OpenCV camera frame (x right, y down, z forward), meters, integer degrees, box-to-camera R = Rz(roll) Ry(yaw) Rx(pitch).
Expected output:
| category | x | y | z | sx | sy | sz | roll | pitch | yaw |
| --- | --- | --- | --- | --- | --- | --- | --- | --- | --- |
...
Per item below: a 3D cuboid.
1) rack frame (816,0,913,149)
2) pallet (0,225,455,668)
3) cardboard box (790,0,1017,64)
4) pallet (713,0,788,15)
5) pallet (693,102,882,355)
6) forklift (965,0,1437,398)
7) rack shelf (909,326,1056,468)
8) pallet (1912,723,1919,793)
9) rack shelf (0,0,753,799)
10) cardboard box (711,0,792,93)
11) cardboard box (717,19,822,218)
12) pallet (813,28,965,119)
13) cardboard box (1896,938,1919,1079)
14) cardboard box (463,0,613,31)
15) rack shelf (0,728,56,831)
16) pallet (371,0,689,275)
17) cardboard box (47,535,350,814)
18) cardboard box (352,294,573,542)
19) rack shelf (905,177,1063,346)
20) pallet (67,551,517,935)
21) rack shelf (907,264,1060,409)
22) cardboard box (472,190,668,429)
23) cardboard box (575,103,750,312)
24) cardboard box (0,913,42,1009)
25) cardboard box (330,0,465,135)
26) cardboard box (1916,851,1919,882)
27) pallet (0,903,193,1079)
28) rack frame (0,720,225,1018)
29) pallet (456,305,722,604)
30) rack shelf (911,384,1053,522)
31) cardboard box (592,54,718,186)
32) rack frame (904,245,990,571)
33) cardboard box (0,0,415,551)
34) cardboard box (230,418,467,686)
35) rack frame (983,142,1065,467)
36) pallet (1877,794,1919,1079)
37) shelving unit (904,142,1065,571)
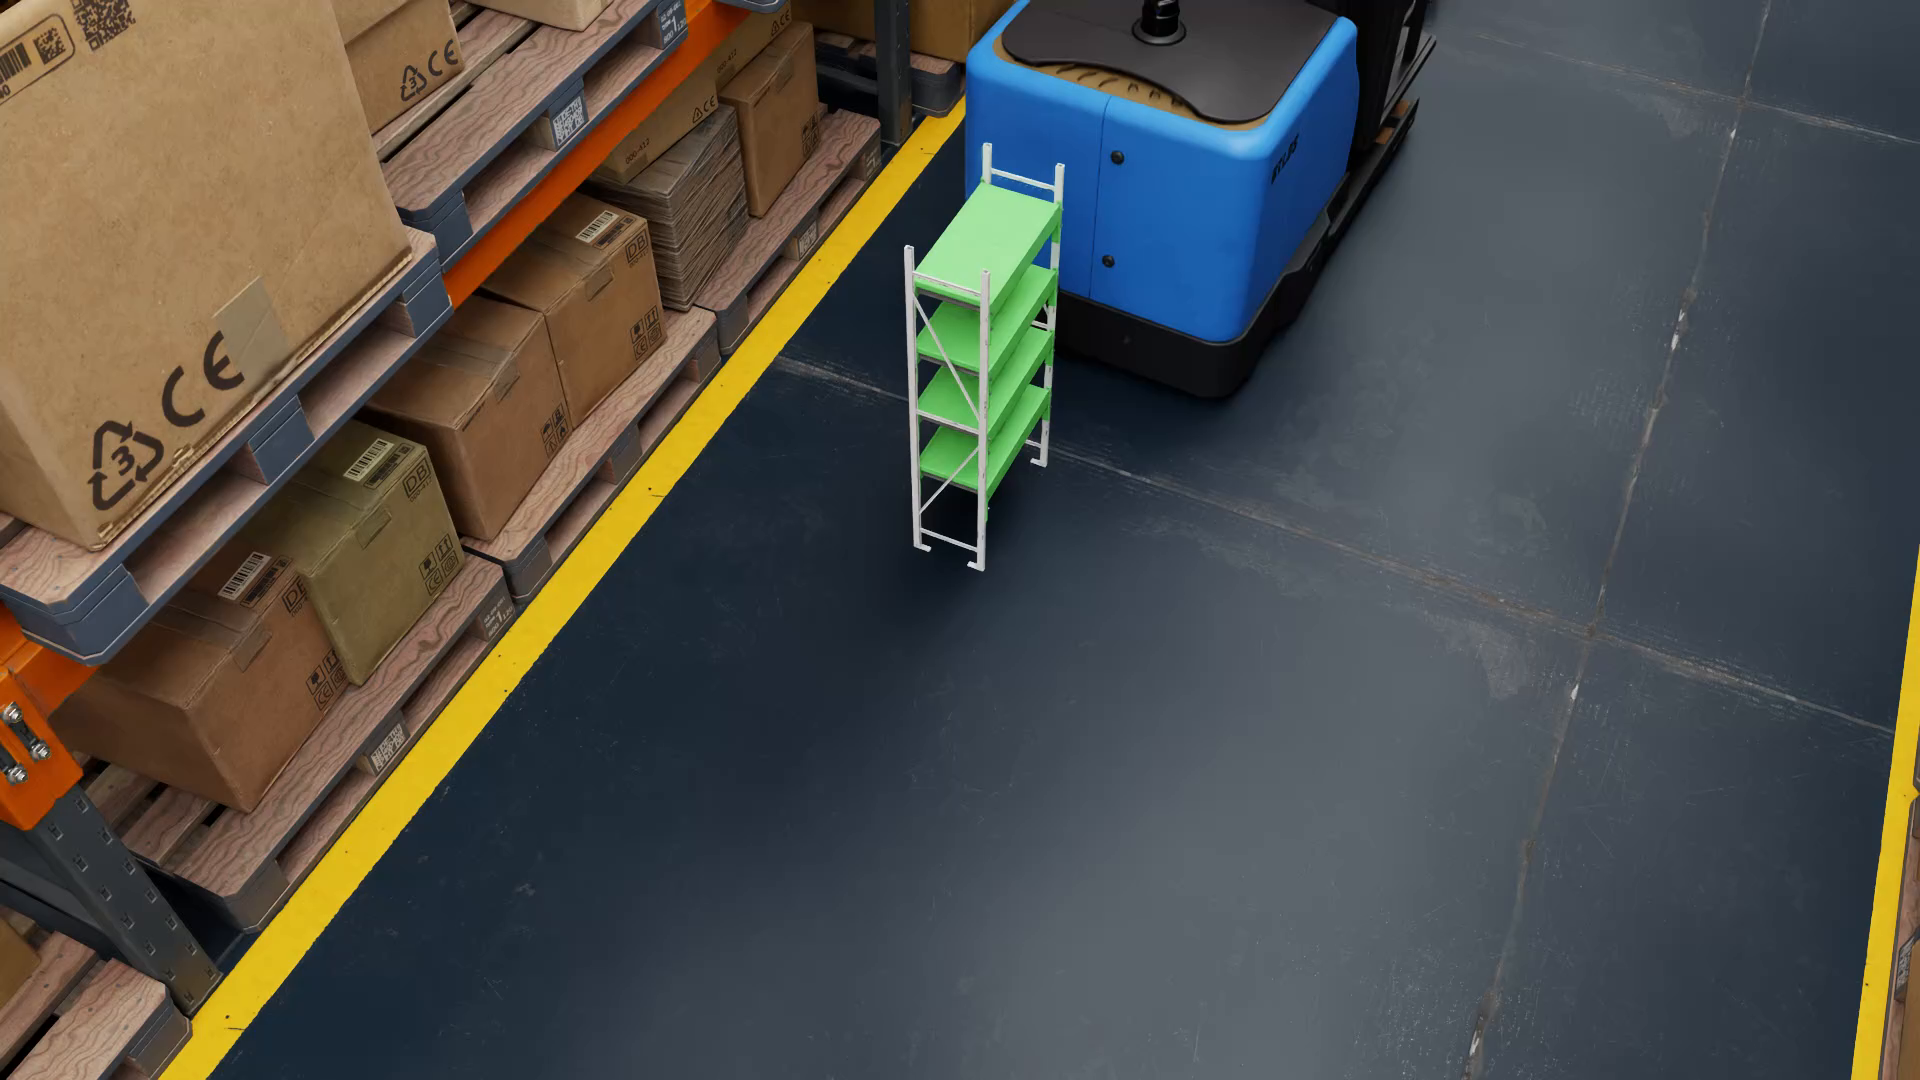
| category | x | y | z | sx | sy | sz | roll | pitch | yaw |
| --- | --- | --- | --- | --- | --- | --- | --- | --- | --- |
| rack frame | -0.666 | -2.719 | 5.594 | 1.000 | 3.000 | 0.127 | 20 | 52 | 16 |
| pallet | -1.917 | -0.382 | 3.731 | 1.003 | 0.211 | 1.213 | 20 | 52 | 16 |
| cardboard box | -0.352 | -2.635 | 6.642 | 1.225 | 0.875 | 0.875 | 18 | 52 | 14 |
| pallet | -0.874 | -2.132 | 5.220 | 1.213 | 0.211 | 1.003 | 20 | 52 | 16 |
| pallet | -1.001 | -1.278 | 6.199 | 1.003 | 0.211 | 1.213 | 20 | 52 | 16 |
| forklift | 1.149 | -2.552 | 5.497 | 1.130 | 2.935 | 3.031 | 23 | 53 | 18 |
| rack shelf | 0.071 | -0.461 | 4.939 | 0.258 | 0.148 | 0.480 | 20 | 52 | 16 |
| pallet | 3.370 | 0.386 | 4.783 | 1.003 | 0.211 | 1.213 | 20 | 52 | 16 |
| rack shelf | -1.520 | -1.109 | 4.697 | 1.077 | 0.370 | 4.000 | 20 | 52 | 16 |
| cardboard box | -0.925 | -1.824 | 5.692 | 0.500 | 0.250 | 0.500 | 22 | 53 | 18 |
| cardboard box | -0.934 | -1.584 | 5.981 | 0.700 | 0.500 | 0.500 | 17 | 52 | 14 |
| pallet | -0.261 | -2.334 | 7.098 | 1.003 | 0.211 | 1.213 | 20 | 52 | 16 |
| cardboard box | 2.666 | 1.192 | 3.468 | 1.050 | 0.750 | 0.750 | 20 | 52 | 16 |
| cardboard box | -1.134 | -1.576 | 4.434 | 0.396 | 0.266 | 0.258 | 18 | 52 | 15 |
| rack shelf | -3.229 | 1.645 | 2.353 | 1.077 | 0.370 | 4.000 | 20 | 52 | 16 |
| pallet | -1.475 | -1.281 | 4.496 | 1.003 | 0.211 | 1.213 | 20 | 52 | 16 |
| cardboard box | -2.093 | 0.287 | 4.389 | 0.700 | 0.500 | 0.500 | 16 | 52 | 13 |
| cardboard box | -1.634 | -0.421 | 4.991 | 0.700 | 0.500 | 0.500 | 16 | 51 | 13 |
| rack shelf | 0.071 | -0.772 | 4.573 | 0.258 | 0.148 | 0.480 | 20 | 52 | 16 |
| pallet | -2.044 | 0.402 | 4.769 | 1.003 | 0.211 | 1.213 | 20 | 52 | 16 |
| rack shelf | 0.071 | -0.617 | 4.756 | 0.258 | 0.148 | 0.480 | 20 | 52 | 16 |
| cardboard box | -1.395 | -0.805 | 5.318 | 0.700 | 0.500 | 0.500 | 24 | 54 | 19 |
| cardboard box | -1.160 | -1.198 | 5.652 | 0.700 | 0.500 | 0.500 | 16 | 51 | 13 |
| cardboard box | -2.582 | 0.971 | 3.819 | 0.500 | 0.500 | 0.500 | 18 | 52 | 15 |
| cardboard box | -1.718 | -1.358 | 4.093 | 0.797 | 0.503 | 0.637 | 25 | 54 | 20 |
| cardboard box | 3.064 | 0.550 | 4.014 | 1.050 | 0.750 | 0.750 | 21 | 53 | 17 |
| pallet | -2.630 | 1.413 | 3.909 | 1.003 | 0.211 | 1.213 | 20 | 52 | 16 |
| rack frame | -2.375 | 0.035 | 3.251 | 1.000 | 3.000 | 0.127 | 20 | 52 | 16 |
| pallet | -1.524 | -0.441 | 5.487 | 1.003 | 0.211 | 1.213 | 20 | 52 | 16 |
| rack shelf | 0.071 | -0.306 | 5.121 | 0.258 | 0.148 | 0.480 | 20 | 52 | 16 |
| cardboard box | -1.142 | -1.455 | 5.379 | 0.500 | 0.250 | 0.500 | 25 | 54 | 20 |
| rack frame | -0.034 | -0.335 | 4.747 | 0.240 | 1.200 | 0.015 | 20 | 52 | 16 |
| cardboard box | -1.909 | -0.797 | 3.289 | 1.000 | 1.000 | 1.000 | 20 | 53 | 16 |
| cardboard box | -1.872 | -0.036 | 4.663 | 0.700 | 0.500 | 0.500 | 20 | 52 | 16 |
| rack frame | 0.175 | -0.671 | 5.033 | 0.240 | 1.200 | 0.015 | 20 | 52 | 16 |
| pallet | 2.848 | 1.223 | 4.071 | 1.003 | 0.211 | 1.213 | 20 | 52 | 16 |
| shelving unit | 0.071 | -0.503 | 4.890 | 0.258 | 1.200 | 0.503 | 20 | 52 | 16 |
